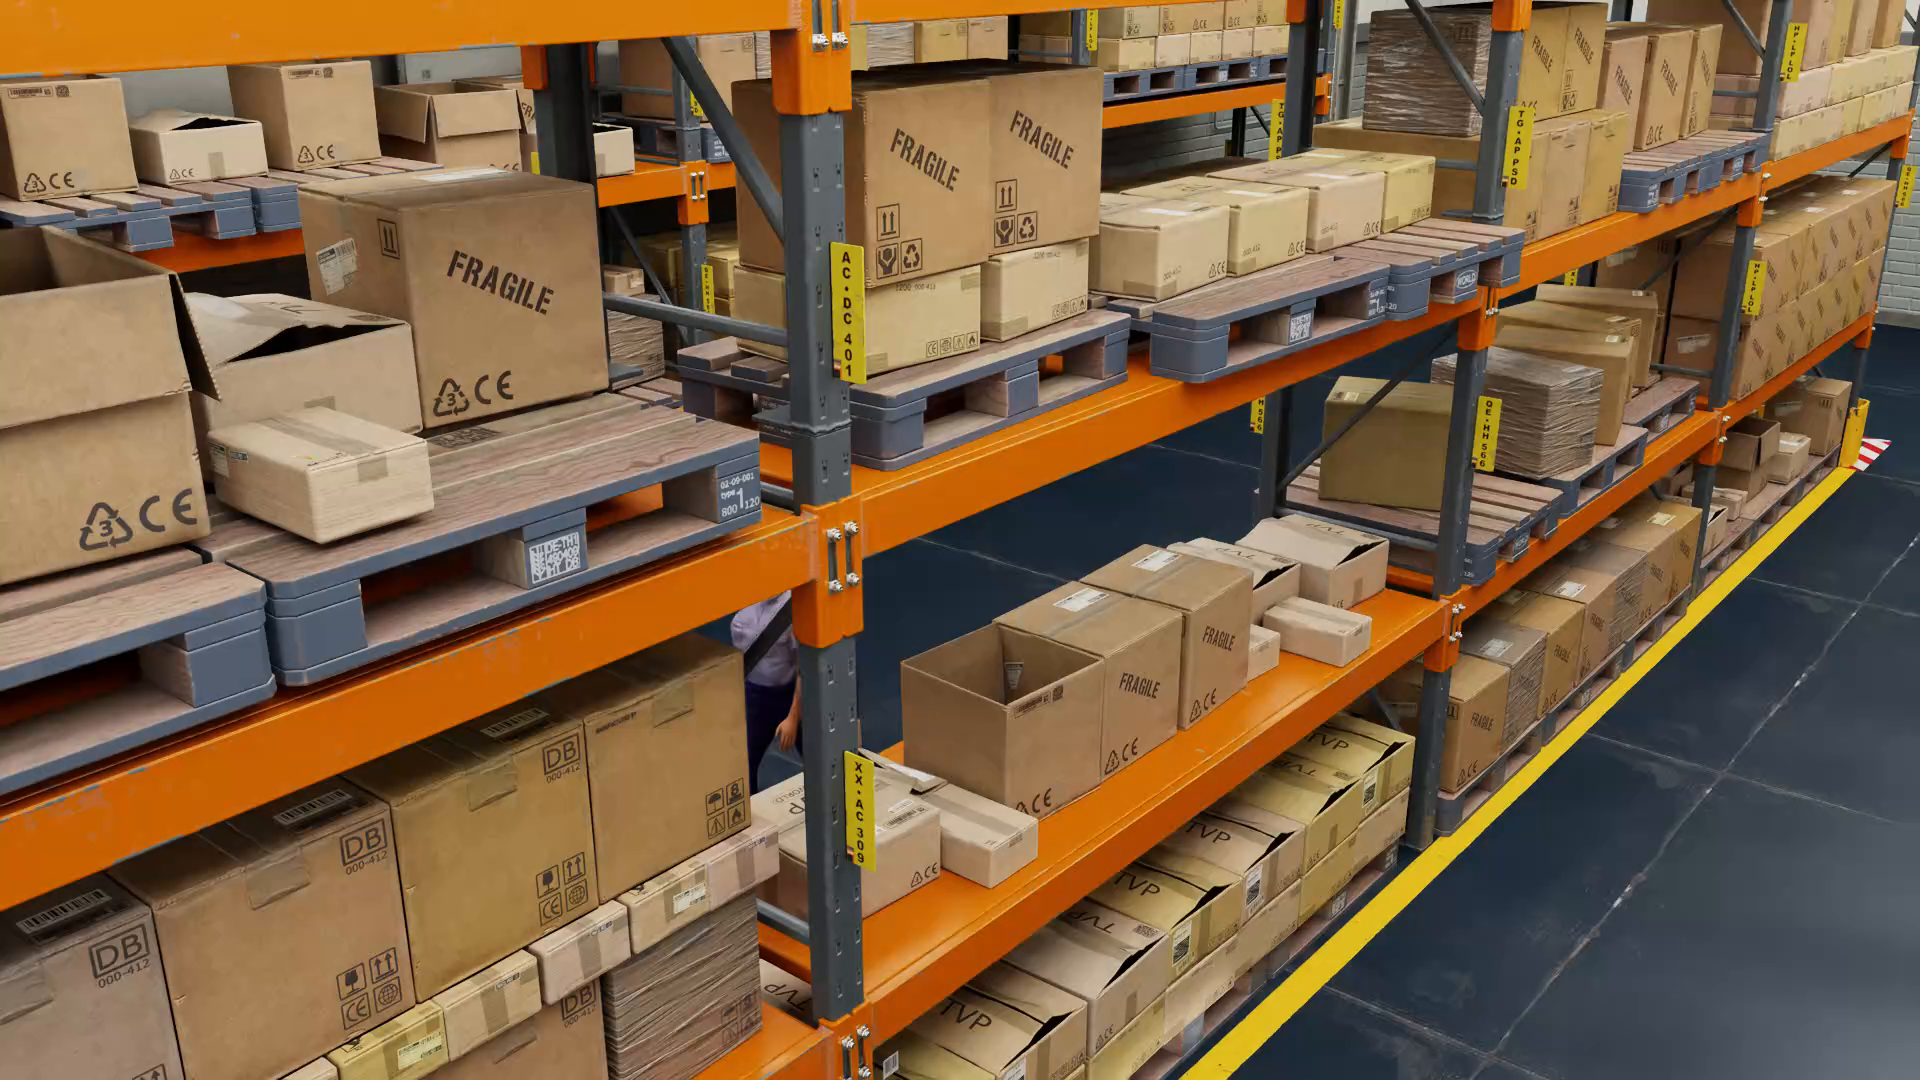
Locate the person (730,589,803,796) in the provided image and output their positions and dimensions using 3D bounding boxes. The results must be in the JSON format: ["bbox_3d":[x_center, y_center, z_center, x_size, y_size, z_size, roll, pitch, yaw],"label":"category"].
[{"bbox_3d":[-0.849,0.732,7.645,0.524,1.576,1.013,14,25,34],"label":"person"}]
